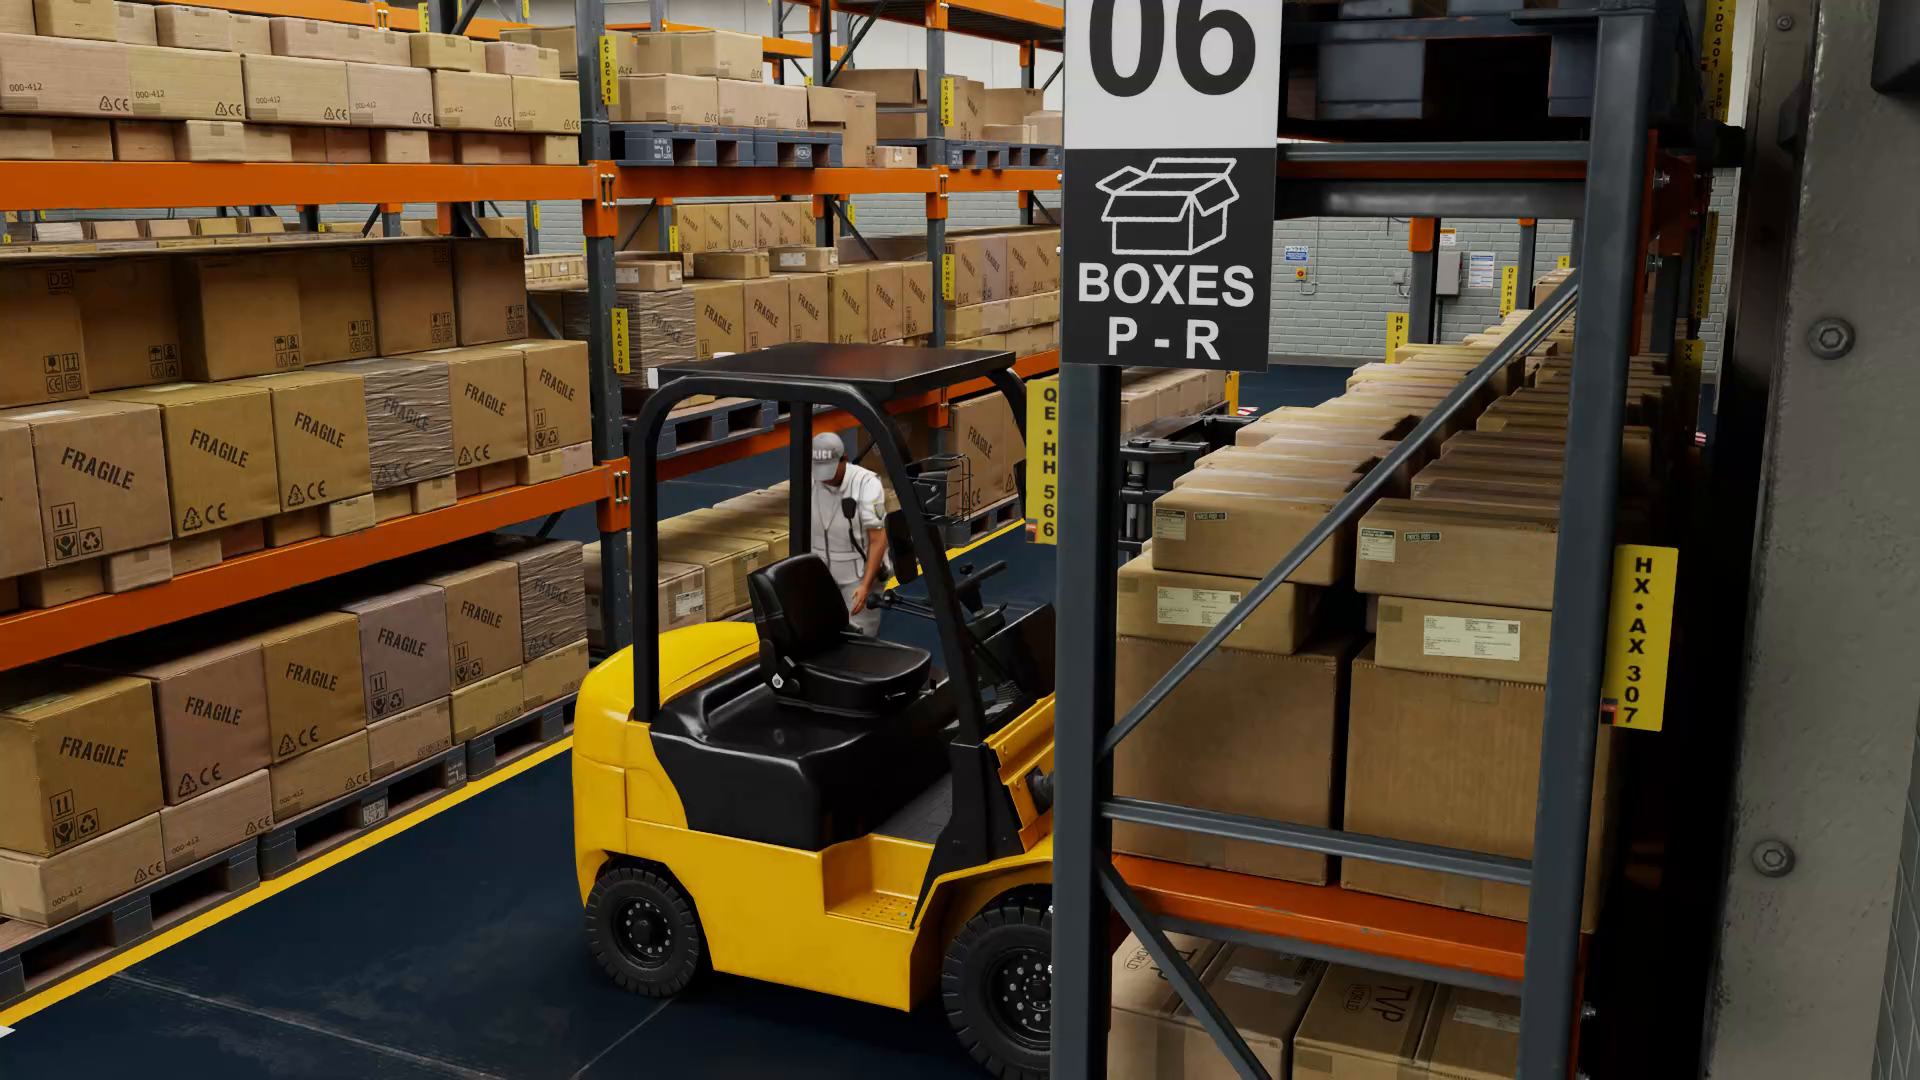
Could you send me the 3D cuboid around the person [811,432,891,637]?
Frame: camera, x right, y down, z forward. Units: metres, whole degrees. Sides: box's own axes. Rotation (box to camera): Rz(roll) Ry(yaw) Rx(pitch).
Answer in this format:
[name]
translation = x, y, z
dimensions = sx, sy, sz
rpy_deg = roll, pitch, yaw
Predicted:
[person]
translation = -0.585, 0.214, 8.292
dimensions = 0.515, 1.558, 0.571
rpy_deg = 6, 14, 25
